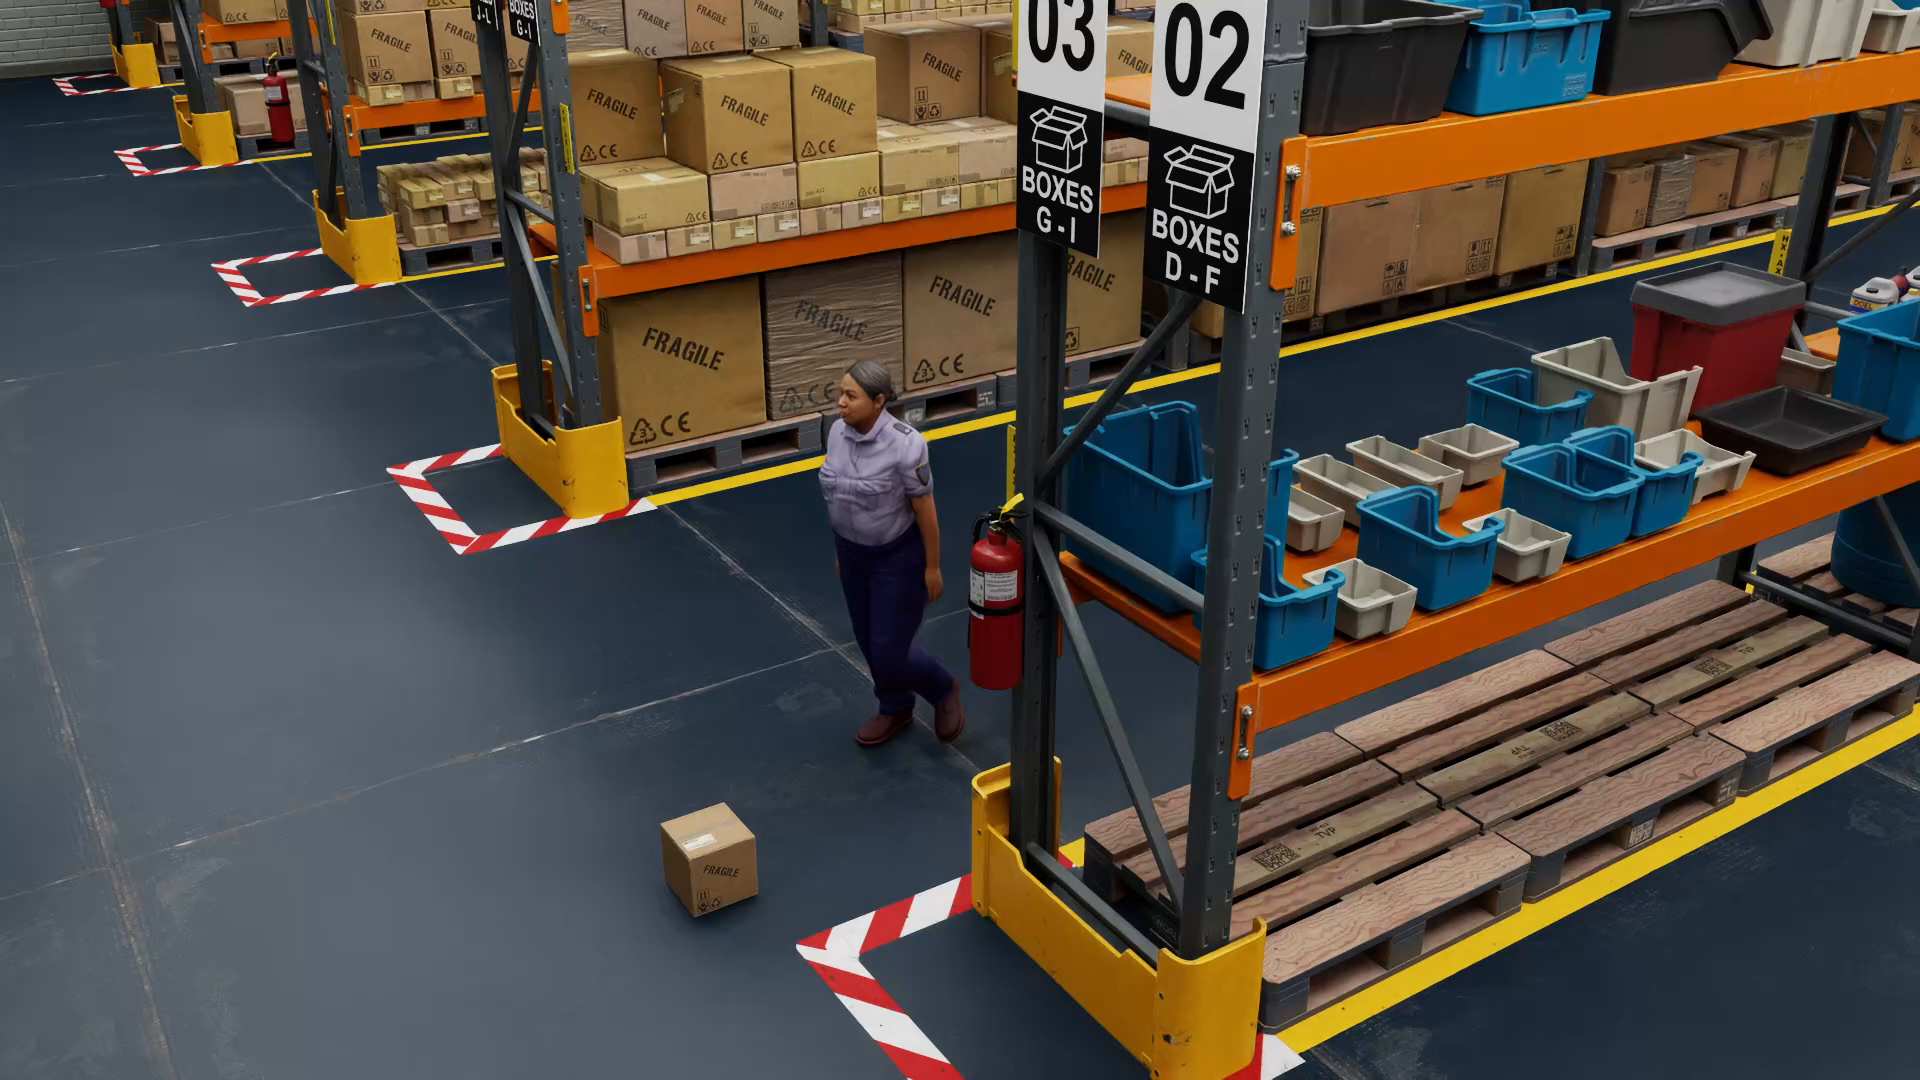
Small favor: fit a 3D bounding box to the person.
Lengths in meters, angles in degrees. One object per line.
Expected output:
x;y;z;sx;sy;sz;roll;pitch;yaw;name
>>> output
-0.268;0.070;6.462;0.545;1.642;0.475;21;32;37;person
